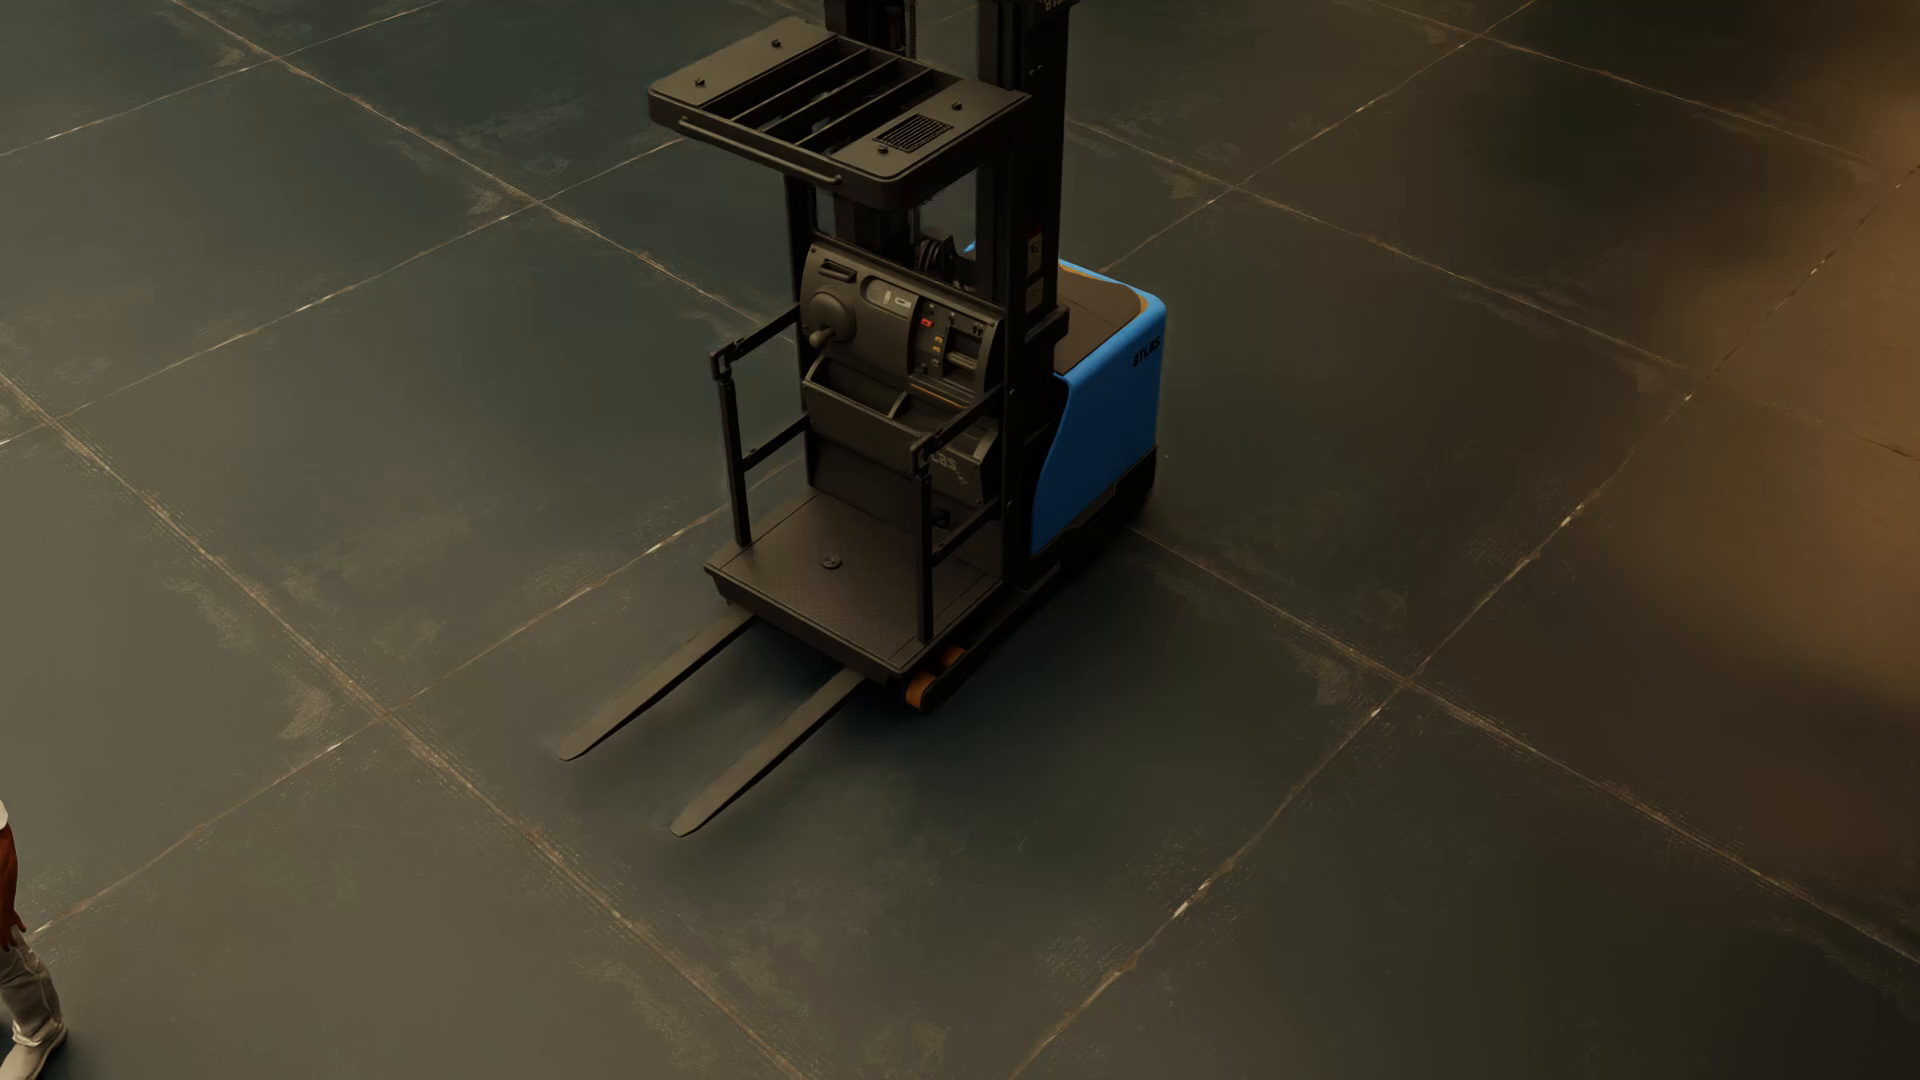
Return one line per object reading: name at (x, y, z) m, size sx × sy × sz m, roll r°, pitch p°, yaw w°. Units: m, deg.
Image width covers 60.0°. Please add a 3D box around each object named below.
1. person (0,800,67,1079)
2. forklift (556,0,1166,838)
person at (-3.164, 1.059, 5.081) m, size 0.664 × 1.768 × 0.563 m, roll 19°, pitch 44°, yaw 21°
forklift at (-0.373, -0.774, 6.330) m, size 1.130 × 2.935 × 3.031 m, roll 26°, pitch 47°, yaw 27°
